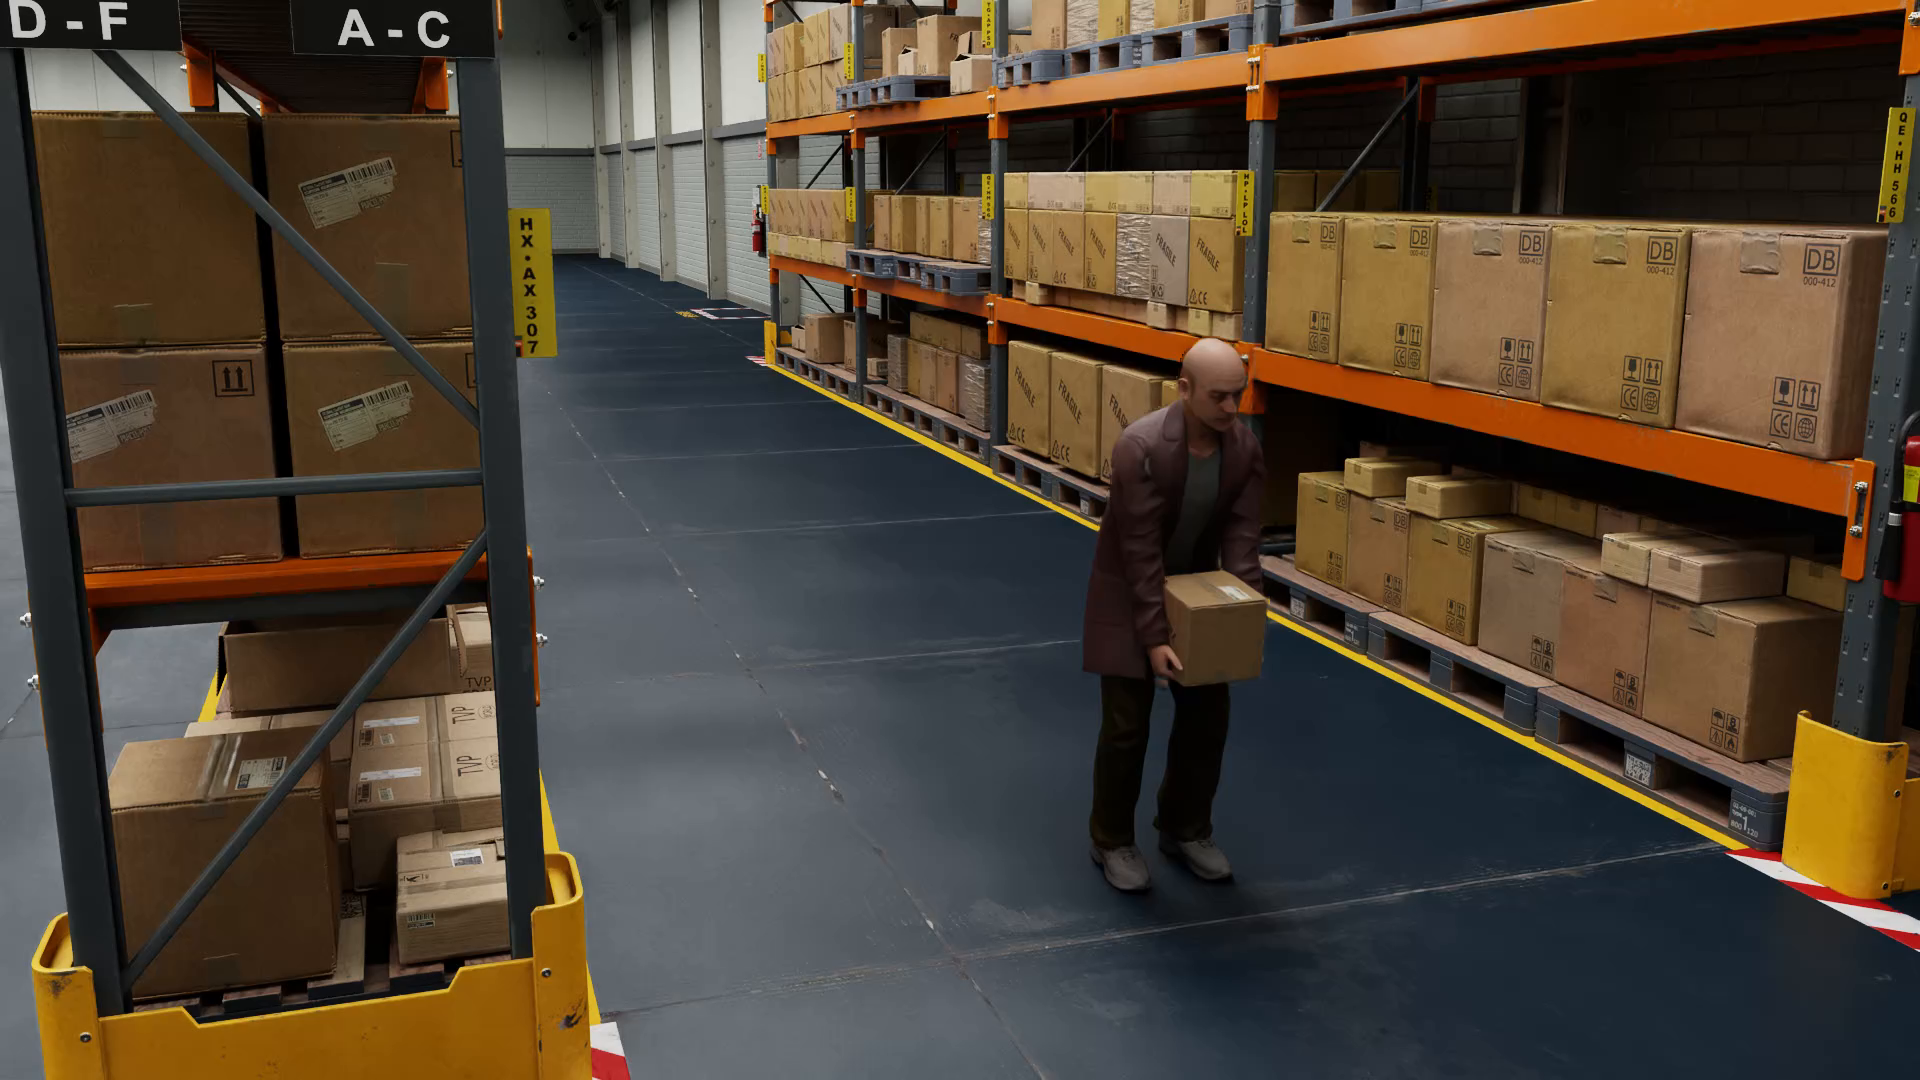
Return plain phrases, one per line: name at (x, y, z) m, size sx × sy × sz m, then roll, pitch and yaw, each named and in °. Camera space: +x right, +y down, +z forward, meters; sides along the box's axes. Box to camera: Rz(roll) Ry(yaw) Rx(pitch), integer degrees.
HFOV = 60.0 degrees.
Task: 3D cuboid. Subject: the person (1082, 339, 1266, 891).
person at (0.658, 0.235, 5.076) m, size 0.538 × 1.717 × 0.614 m, roll -4°, pitch 13°, yaw -19°
